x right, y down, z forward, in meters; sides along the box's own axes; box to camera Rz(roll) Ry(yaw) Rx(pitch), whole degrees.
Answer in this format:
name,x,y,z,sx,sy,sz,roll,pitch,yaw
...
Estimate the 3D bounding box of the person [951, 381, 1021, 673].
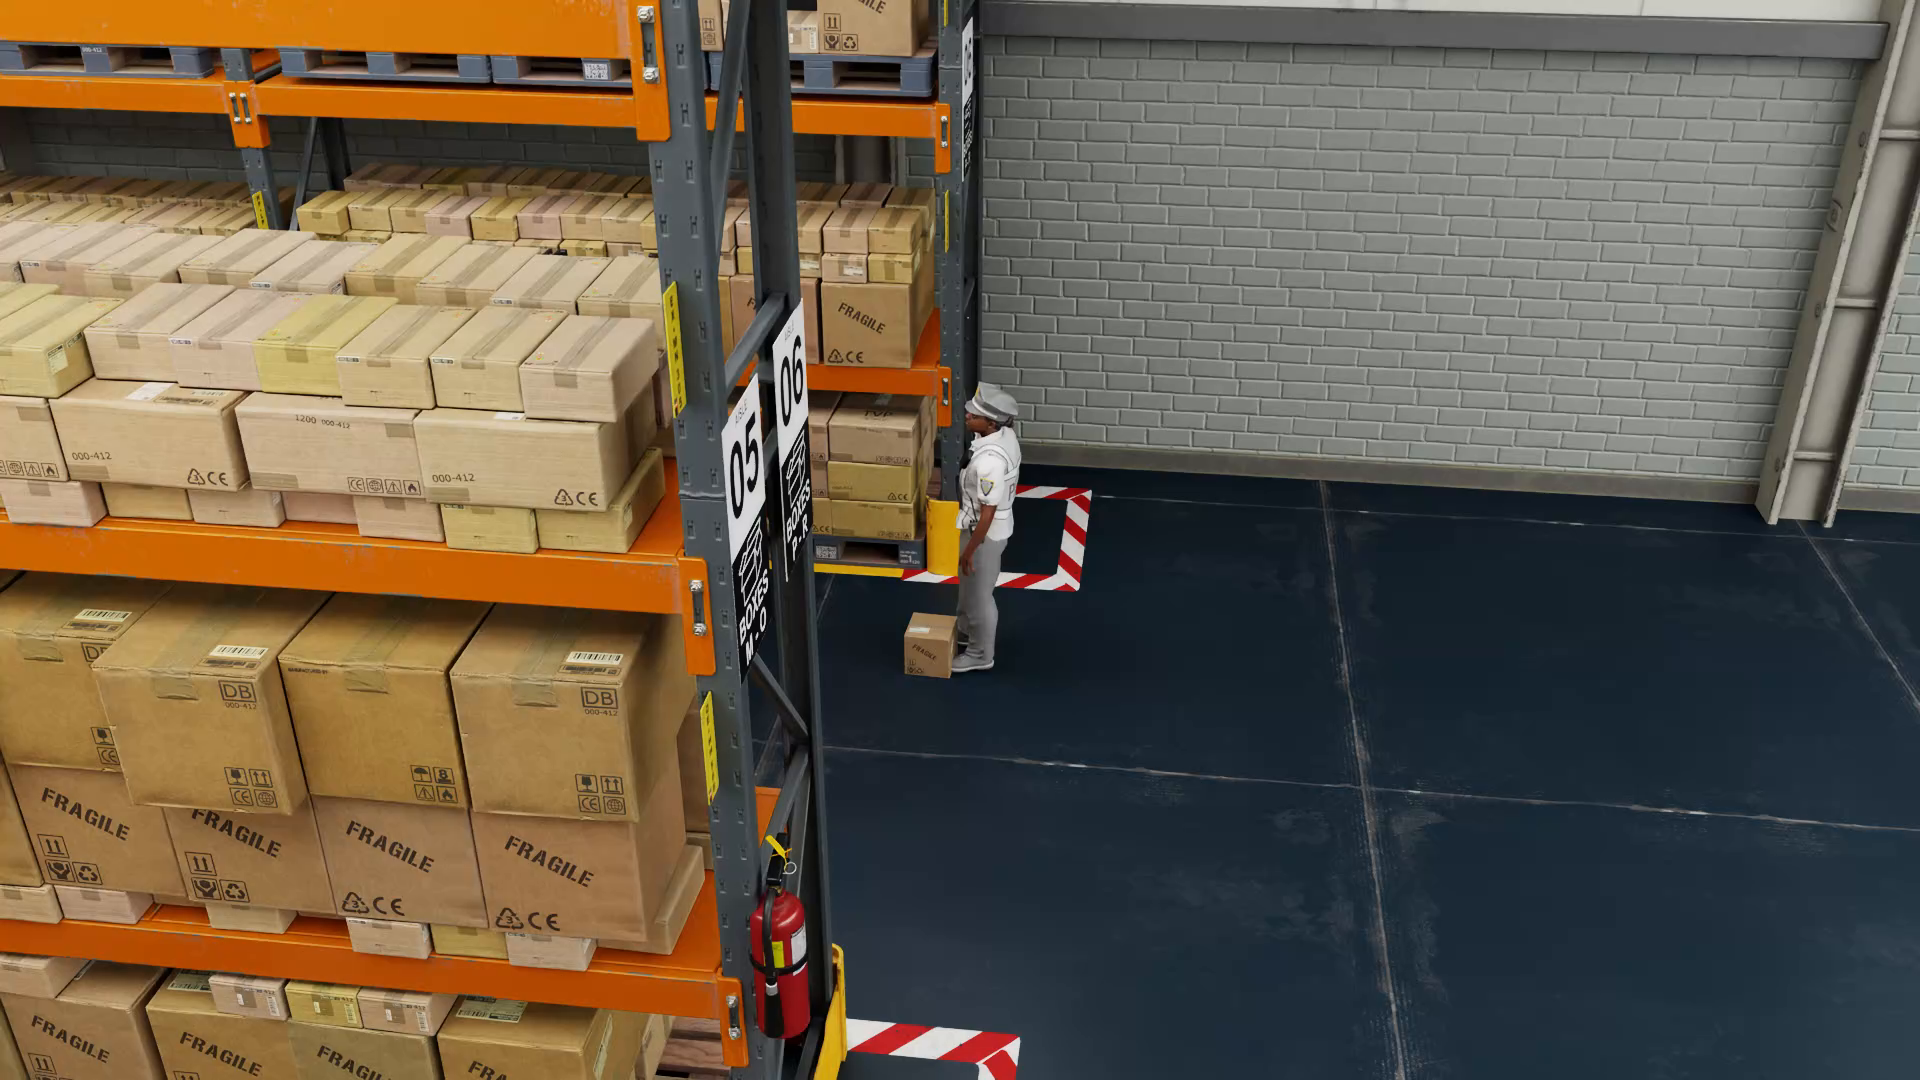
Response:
name,x,y,z,sx,sy,sz,roll,pitch,yaw
person,0.051,-0.066,8.793,0.529,1.695,0.570,3,29,6
